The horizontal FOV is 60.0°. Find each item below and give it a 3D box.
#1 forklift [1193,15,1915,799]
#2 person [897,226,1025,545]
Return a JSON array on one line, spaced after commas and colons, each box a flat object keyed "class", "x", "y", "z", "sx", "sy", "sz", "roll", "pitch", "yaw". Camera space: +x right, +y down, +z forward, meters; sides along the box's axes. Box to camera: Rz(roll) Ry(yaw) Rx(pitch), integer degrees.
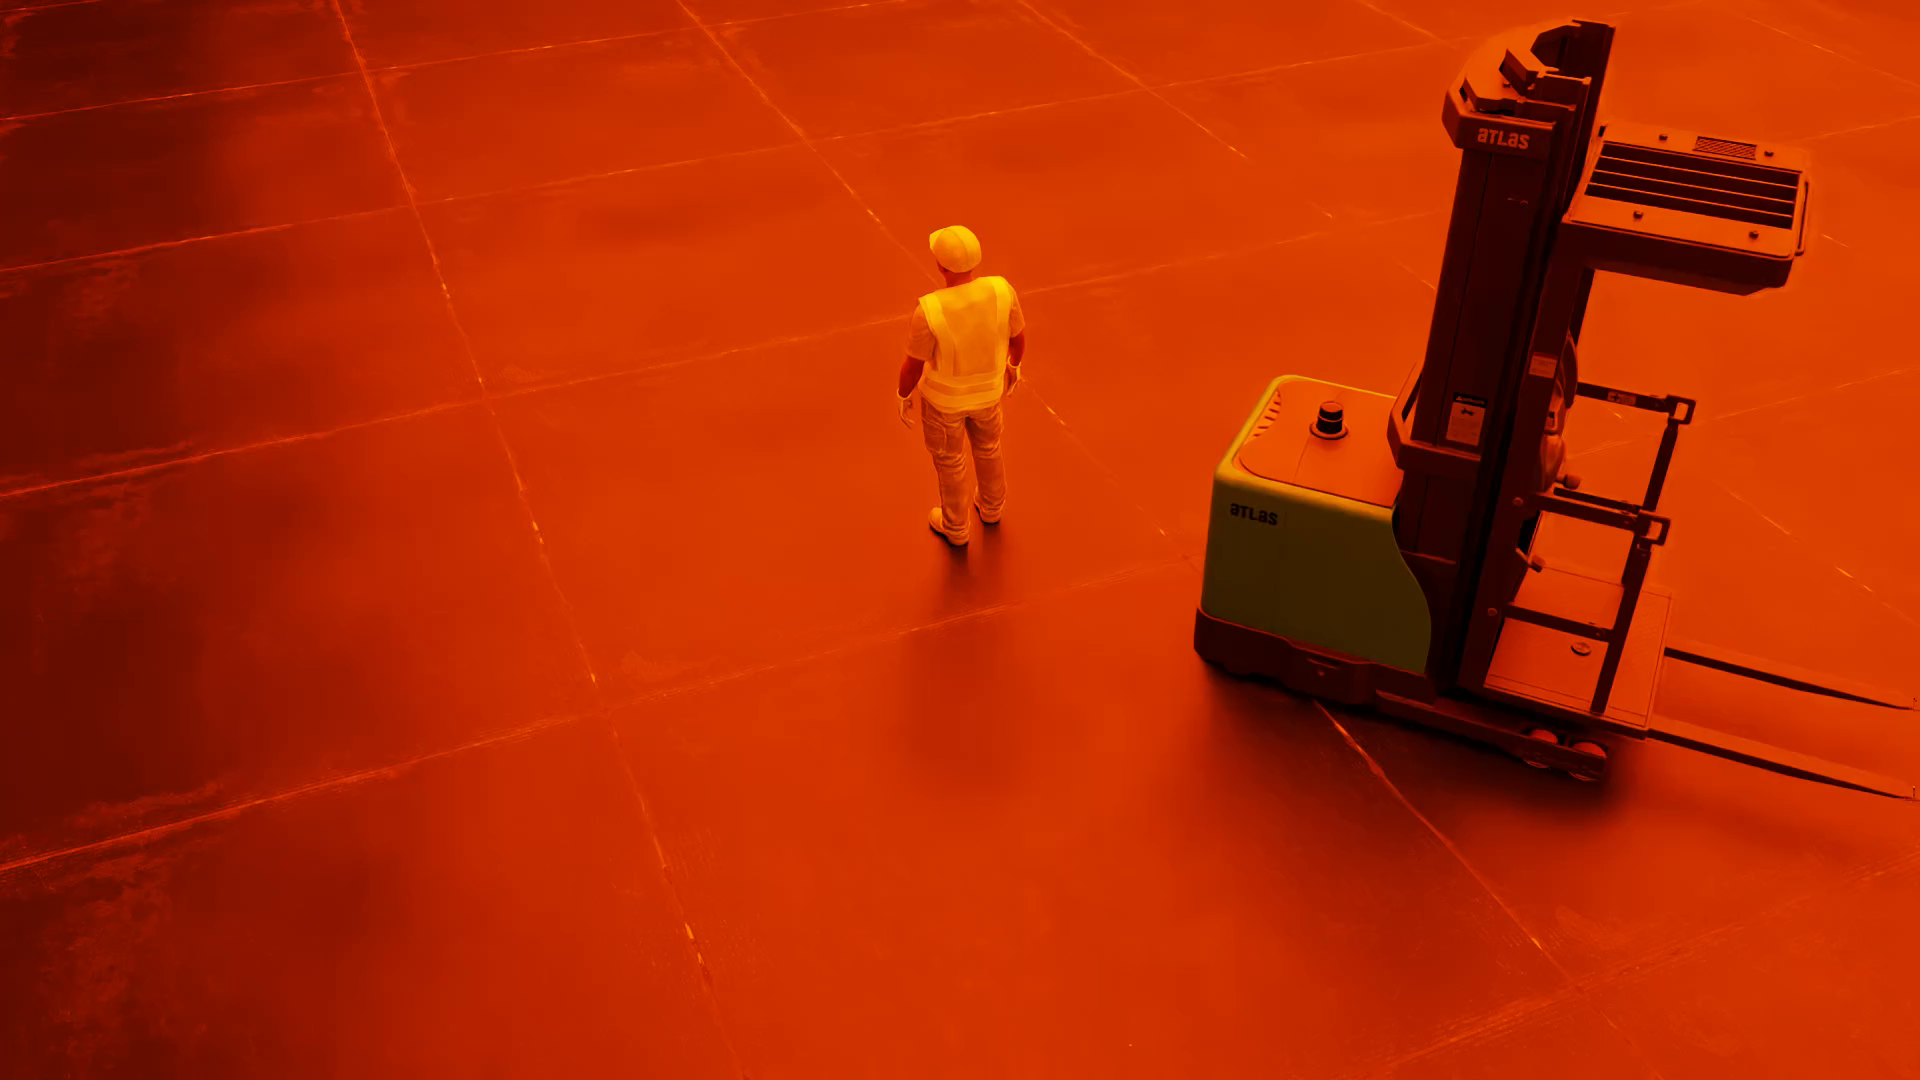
[{"class": "forklift", "x": 2.652, "y": -0.509, "z": 6.815, "sx": 3.031, "sy": 2.935, "sz": 1.130, "roll": 15, "pitch": 38, "yaw": 20}, {"class": "person", "x": -0.020, "y": -0.773, "z": 8.163, "sx": 0.656, "sy": 1.781, "sz": 0.577, "roll": -14, "pitch": 38, "yaw": -19}]
